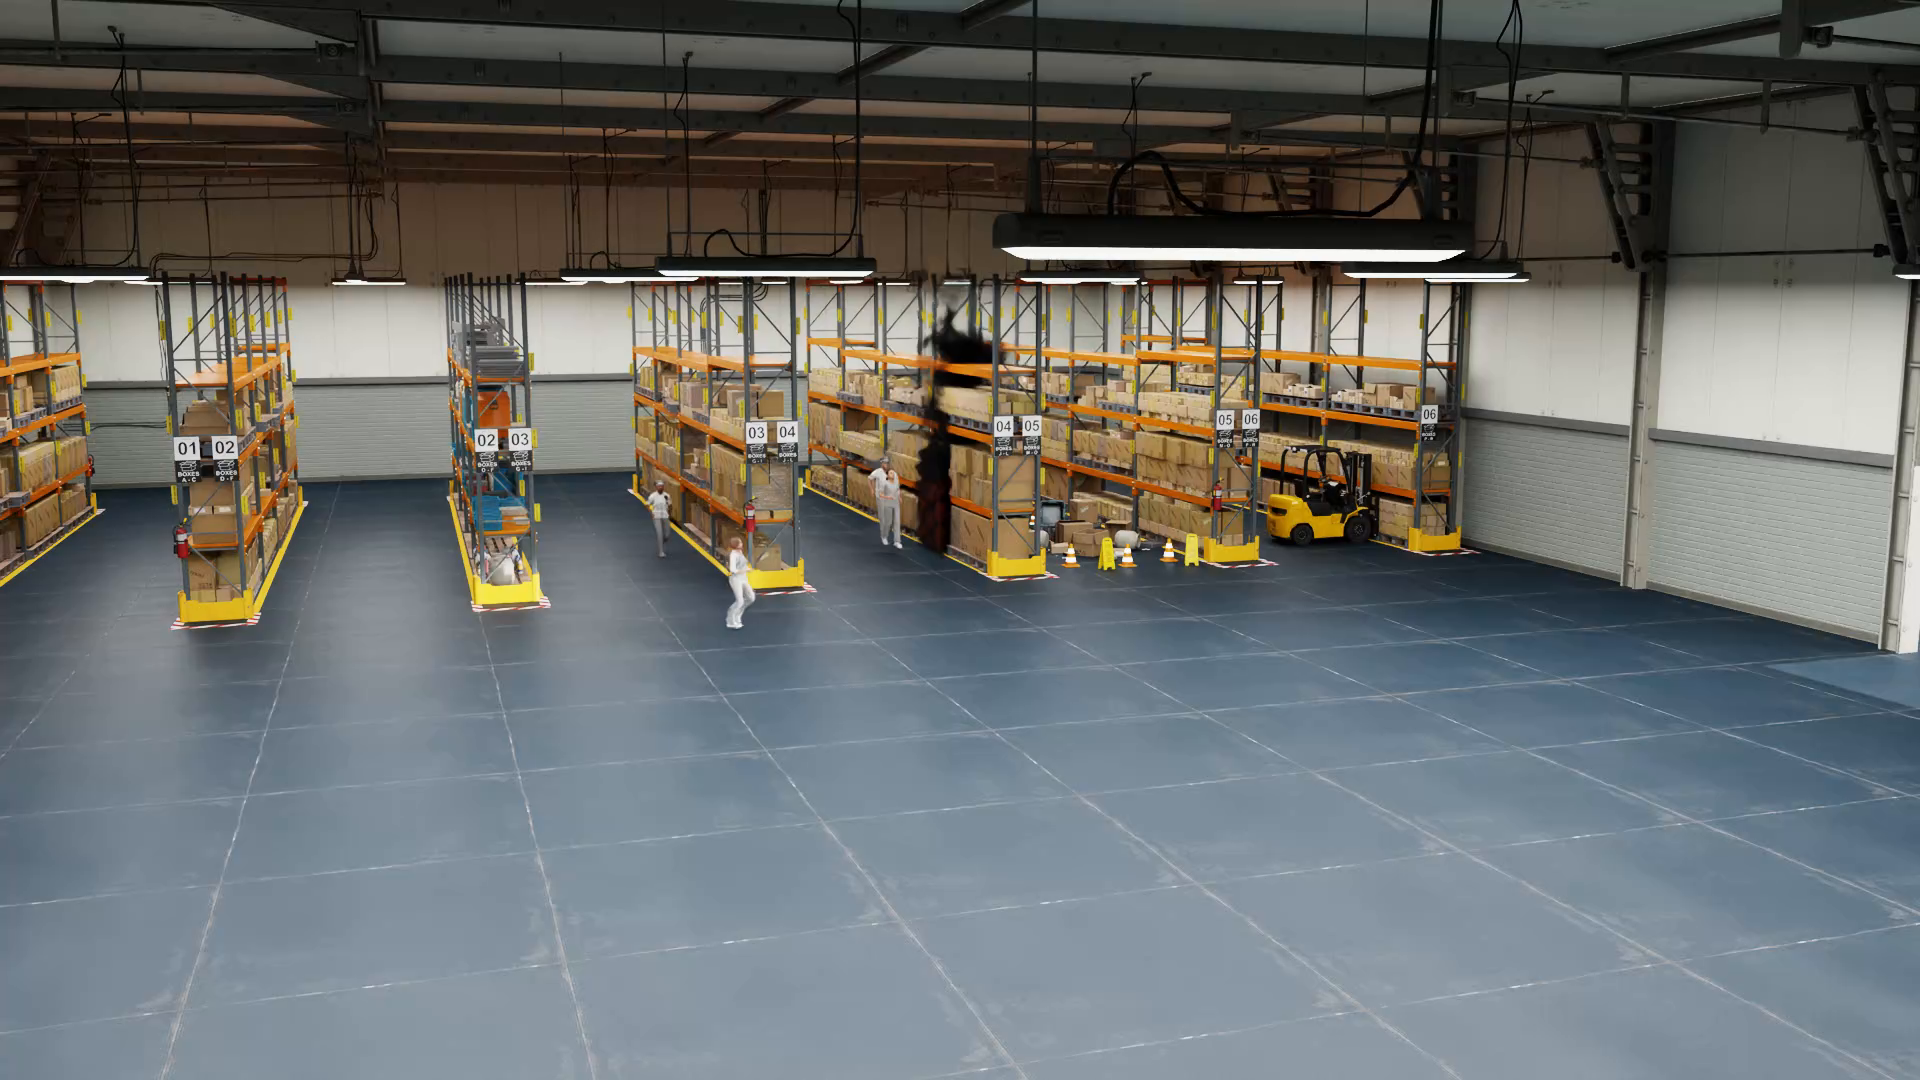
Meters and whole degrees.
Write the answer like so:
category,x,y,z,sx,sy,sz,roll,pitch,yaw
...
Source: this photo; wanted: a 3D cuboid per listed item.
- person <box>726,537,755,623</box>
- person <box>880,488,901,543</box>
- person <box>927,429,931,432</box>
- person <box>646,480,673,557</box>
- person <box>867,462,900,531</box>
category,x,y,z,sx,sy,sz,roll,pitch,yaw
person,-3.693,0.677,28.075,0.570,1.482,0.485,2,9,15
person,-1.482,-0.537,35.173,0.295,1.173,0.698,-5,10,-28
person,-0.795,-2.728,50.999,0.671,1.431,0.436,-3,9,-22
person,-6.455,-0.482,35.774,0.579,1.654,0.658,-4,9,-23
person,-5.446,-0.647,34.824,8.737,1.847,1.726,-4,10,-27
